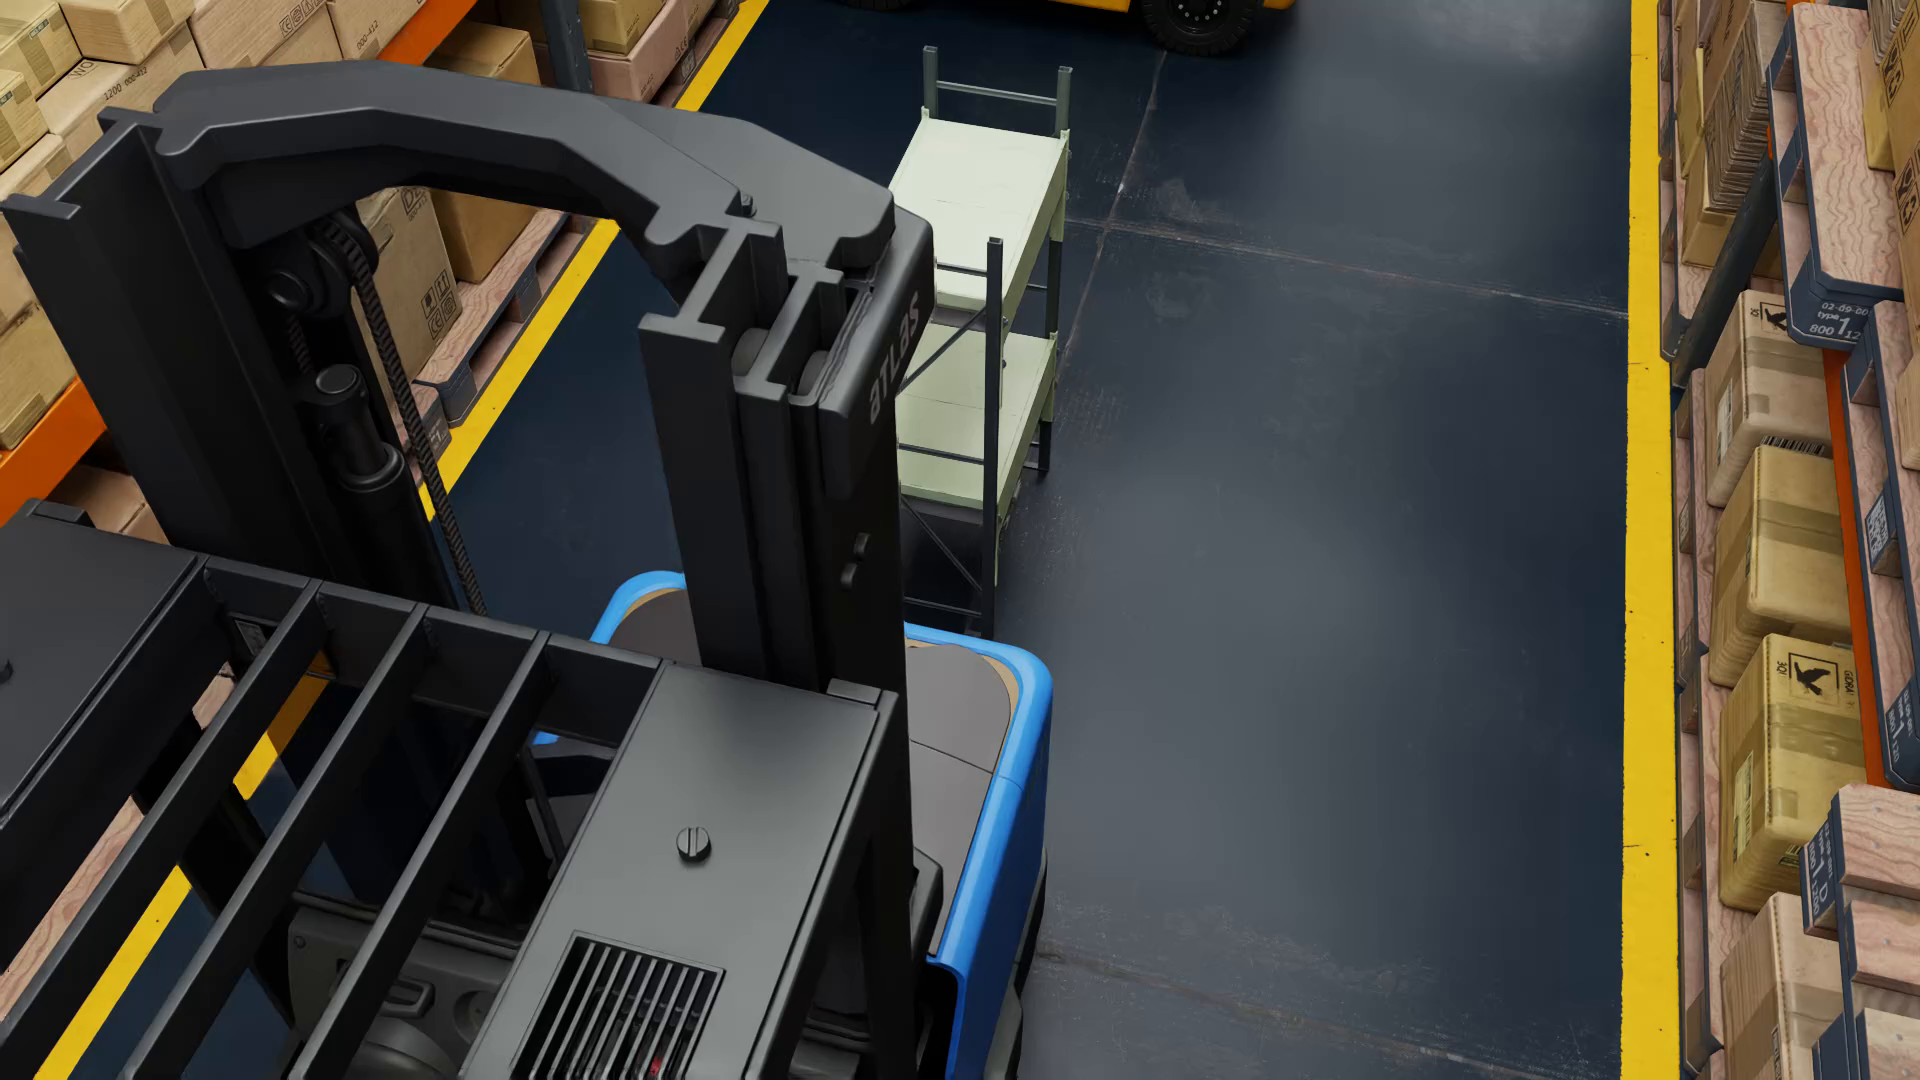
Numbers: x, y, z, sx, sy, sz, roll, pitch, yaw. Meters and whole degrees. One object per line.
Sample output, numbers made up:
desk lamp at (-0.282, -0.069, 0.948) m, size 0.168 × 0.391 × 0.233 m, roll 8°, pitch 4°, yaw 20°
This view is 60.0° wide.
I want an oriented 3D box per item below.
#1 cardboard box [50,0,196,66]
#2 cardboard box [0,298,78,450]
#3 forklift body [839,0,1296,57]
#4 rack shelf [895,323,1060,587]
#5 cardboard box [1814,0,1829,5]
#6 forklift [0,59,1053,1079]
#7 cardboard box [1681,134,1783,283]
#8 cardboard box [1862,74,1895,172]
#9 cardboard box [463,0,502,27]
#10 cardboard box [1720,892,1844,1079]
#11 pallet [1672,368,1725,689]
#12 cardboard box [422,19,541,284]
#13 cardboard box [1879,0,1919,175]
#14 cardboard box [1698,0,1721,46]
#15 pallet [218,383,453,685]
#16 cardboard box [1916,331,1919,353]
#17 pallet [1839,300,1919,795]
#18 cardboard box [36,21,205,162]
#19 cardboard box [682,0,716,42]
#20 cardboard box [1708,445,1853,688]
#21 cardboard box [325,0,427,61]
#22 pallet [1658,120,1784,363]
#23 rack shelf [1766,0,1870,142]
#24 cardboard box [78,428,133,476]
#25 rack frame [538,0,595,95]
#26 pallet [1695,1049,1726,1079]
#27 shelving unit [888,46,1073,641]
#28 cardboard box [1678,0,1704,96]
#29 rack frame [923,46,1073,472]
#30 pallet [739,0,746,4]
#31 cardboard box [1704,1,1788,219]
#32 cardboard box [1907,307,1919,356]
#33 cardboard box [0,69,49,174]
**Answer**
cardboard box at (-2.028, -1.254, 3.857) m, size 0.380 × 0.149 × 0.250 m, roll 10°, pitch 49°, yaw 9°
cardboard box at (-2.284, -0.501, 3.792) m, size 0.500 × 0.250 × 0.500 m, roll 10°, pitch 49°, yaw 9°
forklift body at (0.464, -3.315, 6.742) m, size 2.313 × 2.155 × 1.214 m, roll 12°, pitch 50°, yaw 10°
rack shelf at (0.002, -0.285, 4.936) m, size 0.431 × 0.370 × 0.720 m, roll 12°, pitch 50°, yaw 10°
cardboard box at (2.730, -1.667, 4.888) m, size 0.380 × 0.149 × 0.250 m, roll 11°, pitch 50°, yaw 10°
forklift at (-0.668, 0.957, 2.450) m, size 1.130 × 2.935 × 3.031 m, roll 12°, pitch 50°, yaw 10°
cardboard box at (2.836, -1.168, 5.834) m, size 0.500 × 0.250 × 0.500 m, roll 14°, pitch 50°, yaw 12°
cardboard box at (2.415, -0.997, 4.017) m, size 0.380 × 0.149 × 0.250 m, roll 12°, pitch 50°, yaw 11°
cardboard box at (-1.919, -2.222, 6.431) m, size 0.500 × 0.250 × 0.500 m, roll 11°, pitch 49°, yaw 9°
cardboard box at (2.232, 1.224, 3.642) m, size 0.950 × 0.372 × 0.625 m, roll 11°, pitch 49°, yaw 9°
pallet at (2.736, 0.028, 5.084) m, size 1.003 × 0.211 × 1.213 m, roll 12°, pitch 50°, yaw 10°
cardboard box at (-1.976, -1.408, 5.796) m, size 0.875 × 0.625 × 0.625 m, roll 14°, pitch 50°, yaw 12°
cardboard box at (2.409, -1.083, 3.660) m, size 0.500 × 0.500 × 0.500 m, roll 12°, pitch 50°, yaw 10°
cardboard box at (3.102, -2.154, 6.204) m, size 0.500 × 0.500 × 0.500 m, roll 14°, pitch 50°, yaw 12°
pallet at (-2.325, -0.086, 5.185) m, size 1.003 × 0.211 × 1.213 m, roll 12°, pitch 50°, yaw 10°
cardboard box at (2.140, -0.355, 3.017) m, size 0.500 × 0.500 × 0.500 m, roll 10°, pitch 49°, yaw 8°
pallet at (2.369, 0.059, 3.325) m, size 1.003 × 0.211 × 1.213 m, roll 12°, pitch 50°, yaw 10°
cardboard box at (-2.152, -1.041, 3.935) m, size 0.500 × 0.250 × 0.500 m, roll 12°, pitch 50°, yaw 11°
cardboard box at (-1.284, -2.319, 6.850) m, size 0.500 × 0.250 × 0.500 m, roll 11°, pitch 49°, yaw 9°
cardboard box at (2.618, 0.173, 4.569) m, size 0.950 × 0.372 × 0.625 m, roll 14°, pitch 50°, yaw 12°
cardboard box at (-1.857, -1.604, 4.765) m, size 0.500 × 0.250 × 0.500 m, roll 11°, pitch 50°, yaw 10°
pallet at (3.083, -1.028, 6.016) m, size 1.003 × 0.211 × 1.213 m, roll 12°, pitch 50°, yaw 10°
rack shelf at (3.466, -2.666, 6.082) m, size 1.077 × 0.370 × 4.000 m, roll 12°, pitch 50°, yaw 10°
cardboard box at (-2.384, -0.304, 4.822) m, size 0.875 × 0.625 × 0.625 m, roll 10°, pitch 49°, yaw 8°
rack frame at (-1.850, -2.435, 5.398) m, size 1.000 × 3.000 × 0.127 m, roll 12°, pitch 50°, yaw 10°
pallet at (2.094, 1.793, 3.527) m, size 1.003 × 0.211 × 1.213 m, roll 12°, pitch 50°, yaw 10°
shelving unit at (0.002, -0.501, 4.692) m, size 0.431 × 1.500 × 0.755 m, roll 12°, pitch 50°, yaw 10°
cardboard box at (3.105, -1.922, 6.499) m, size 0.500 × 0.250 × 0.500 m, roll 12°, pitch 50°, yaw 11°
rack frame at (0.098, -0.766, 4.926) m, size 0.400 × 1.500 × 0.023 m, roll 12°, pitch 50°, yaw 10°
pallet at (-1.281, -2.964, 7.725) m, size 1.003 × 0.211 × 1.213 m, roll 12°, pitch 50°, yaw 10°
cardboard box at (2.837, -1.416, 5.553) m, size 0.500 × 0.500 × 0.500 m, roll 11°, pitch 49°, yaw 10°
cardboard box at (2.240, -0.421, 3.508) m, size 0.380 × 0.149 × 0.250 m, roll 12°, pitch 50°, yaw 10°
cardboard box at (-2.205, -0.897, 3.542) m, size 0.380 × 0.149 × 0.250 m, roll 13°, pitch 50°, yaw 11°
